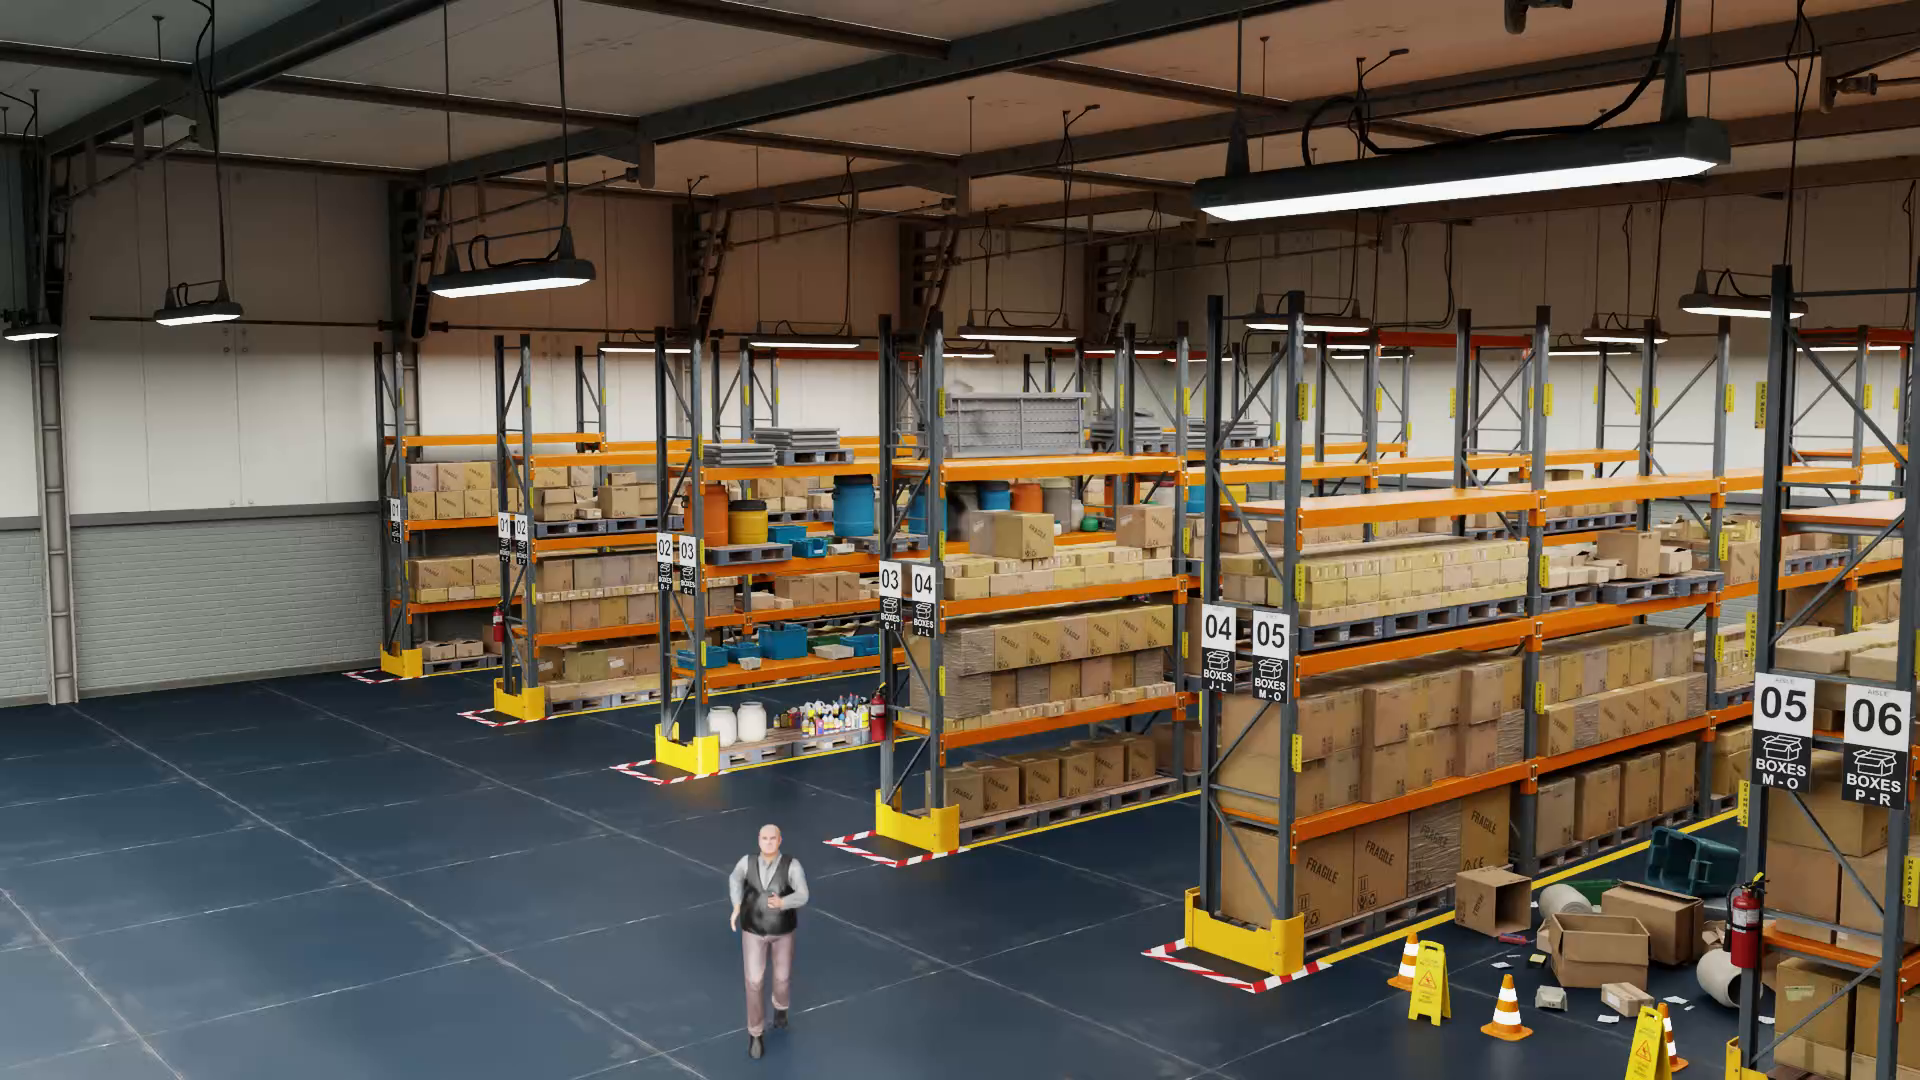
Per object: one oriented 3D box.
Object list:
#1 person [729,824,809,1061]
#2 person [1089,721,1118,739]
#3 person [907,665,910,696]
[{"bbox_3d":[-1.506,3.116,13.093,0.625,1.780,0.776,-1,5,-6],"label":"person"},{"bbox_3d":[1.967,2.284,23.170,0.770,1.592,0.549,-5,7,-44],"label":"person"},{"bbox_3d":[-0.621,1.794,28.067,0.589,1.633,0.802,4,7,39],"label":"person"}]
